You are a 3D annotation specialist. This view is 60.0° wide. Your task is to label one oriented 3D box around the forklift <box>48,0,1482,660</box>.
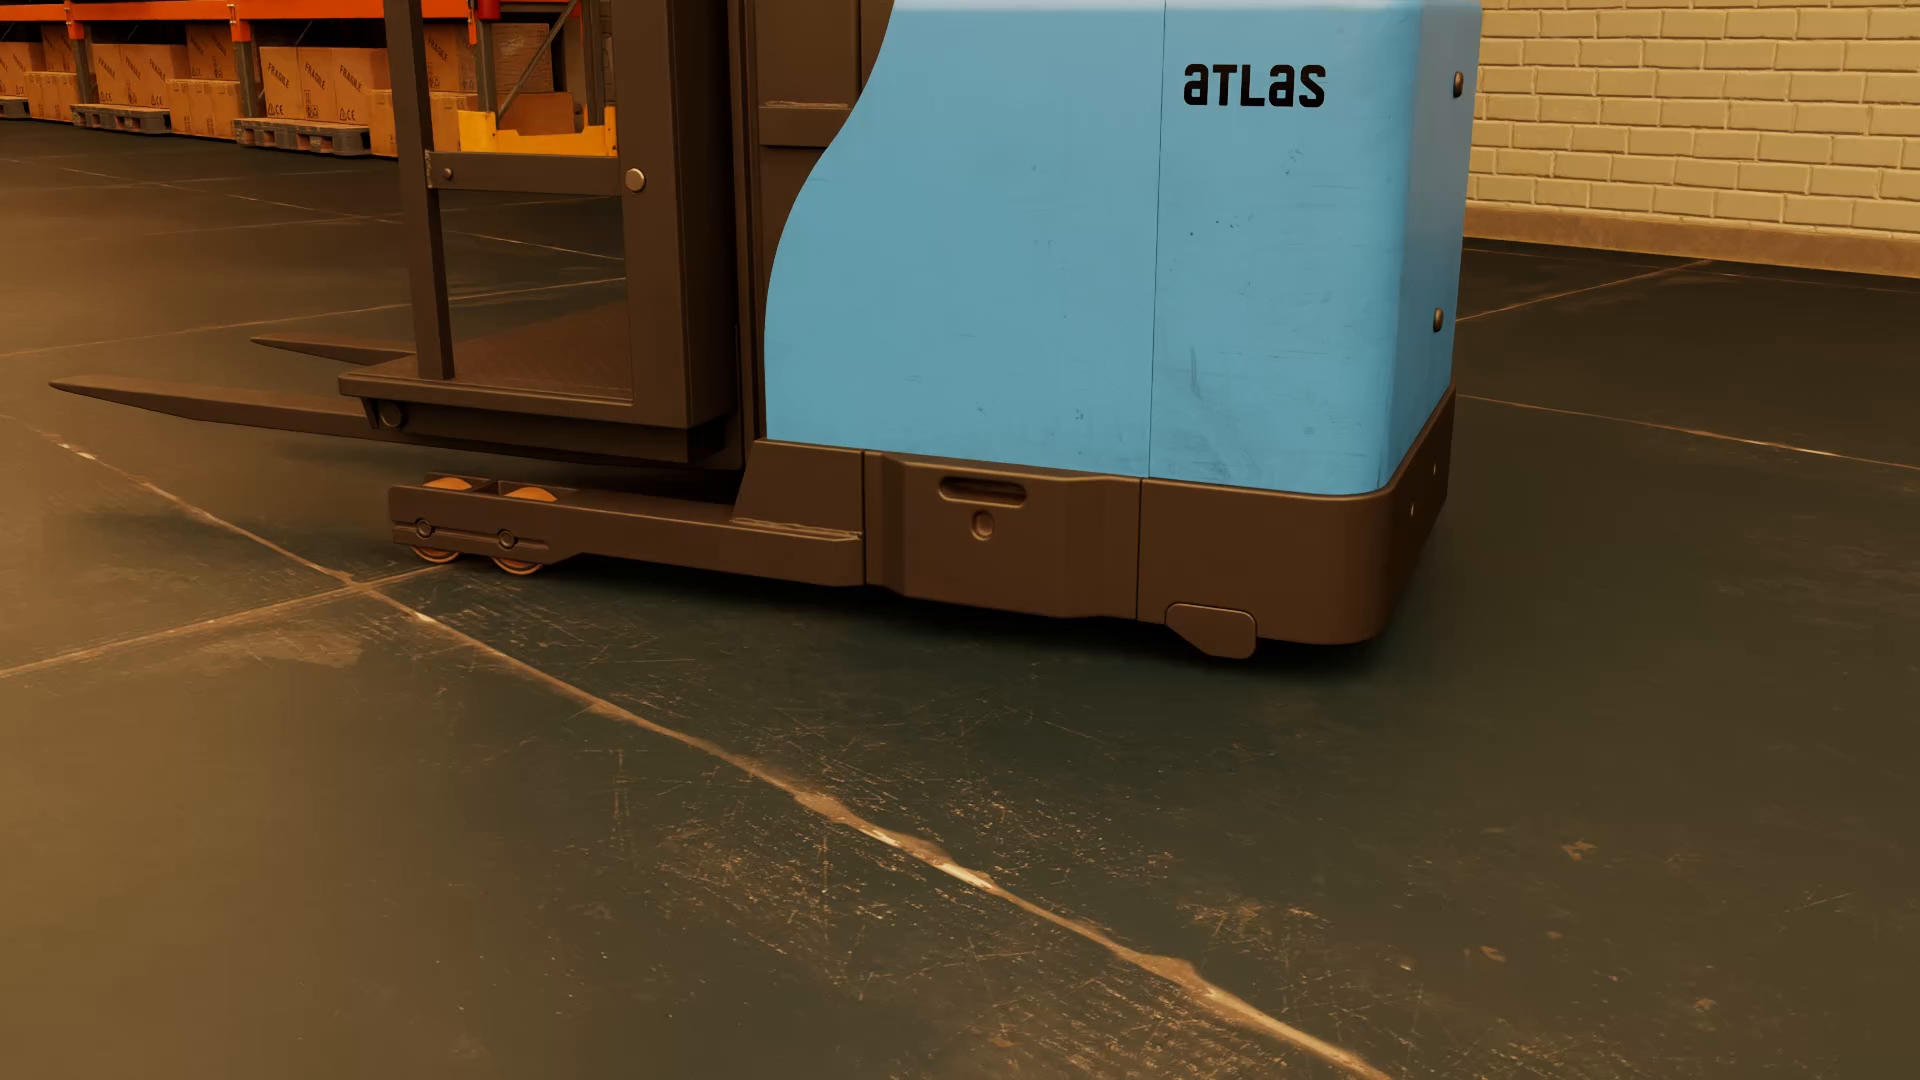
[{"bbox_3d":[-0.563,-1.469,3.184,3.031,2.935,1.130,7,18,21],"label":"forklift"}]
